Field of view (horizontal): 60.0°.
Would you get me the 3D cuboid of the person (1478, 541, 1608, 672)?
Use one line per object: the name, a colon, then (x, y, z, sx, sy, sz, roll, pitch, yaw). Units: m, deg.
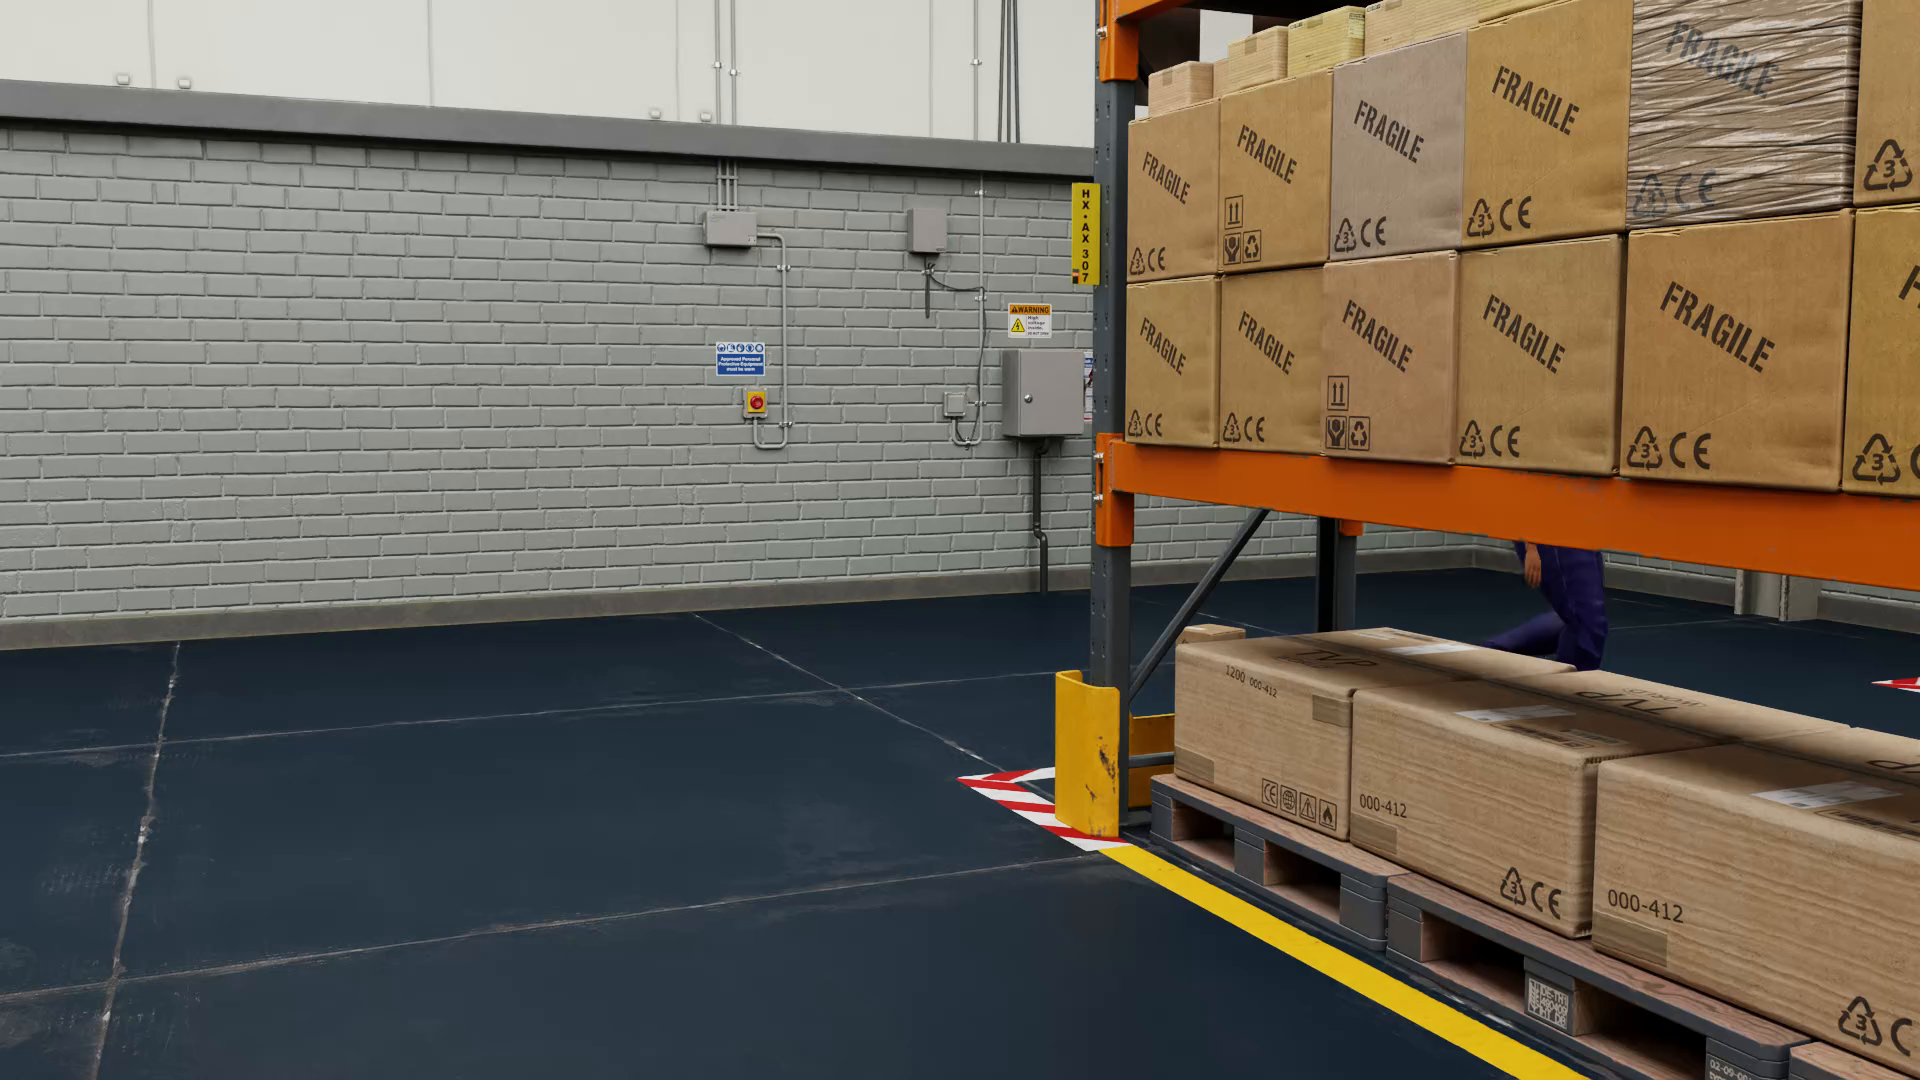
person: (2.495, 0.011, 6.981, 0.731, 1.583, 0.488, 4, 7, 36)
